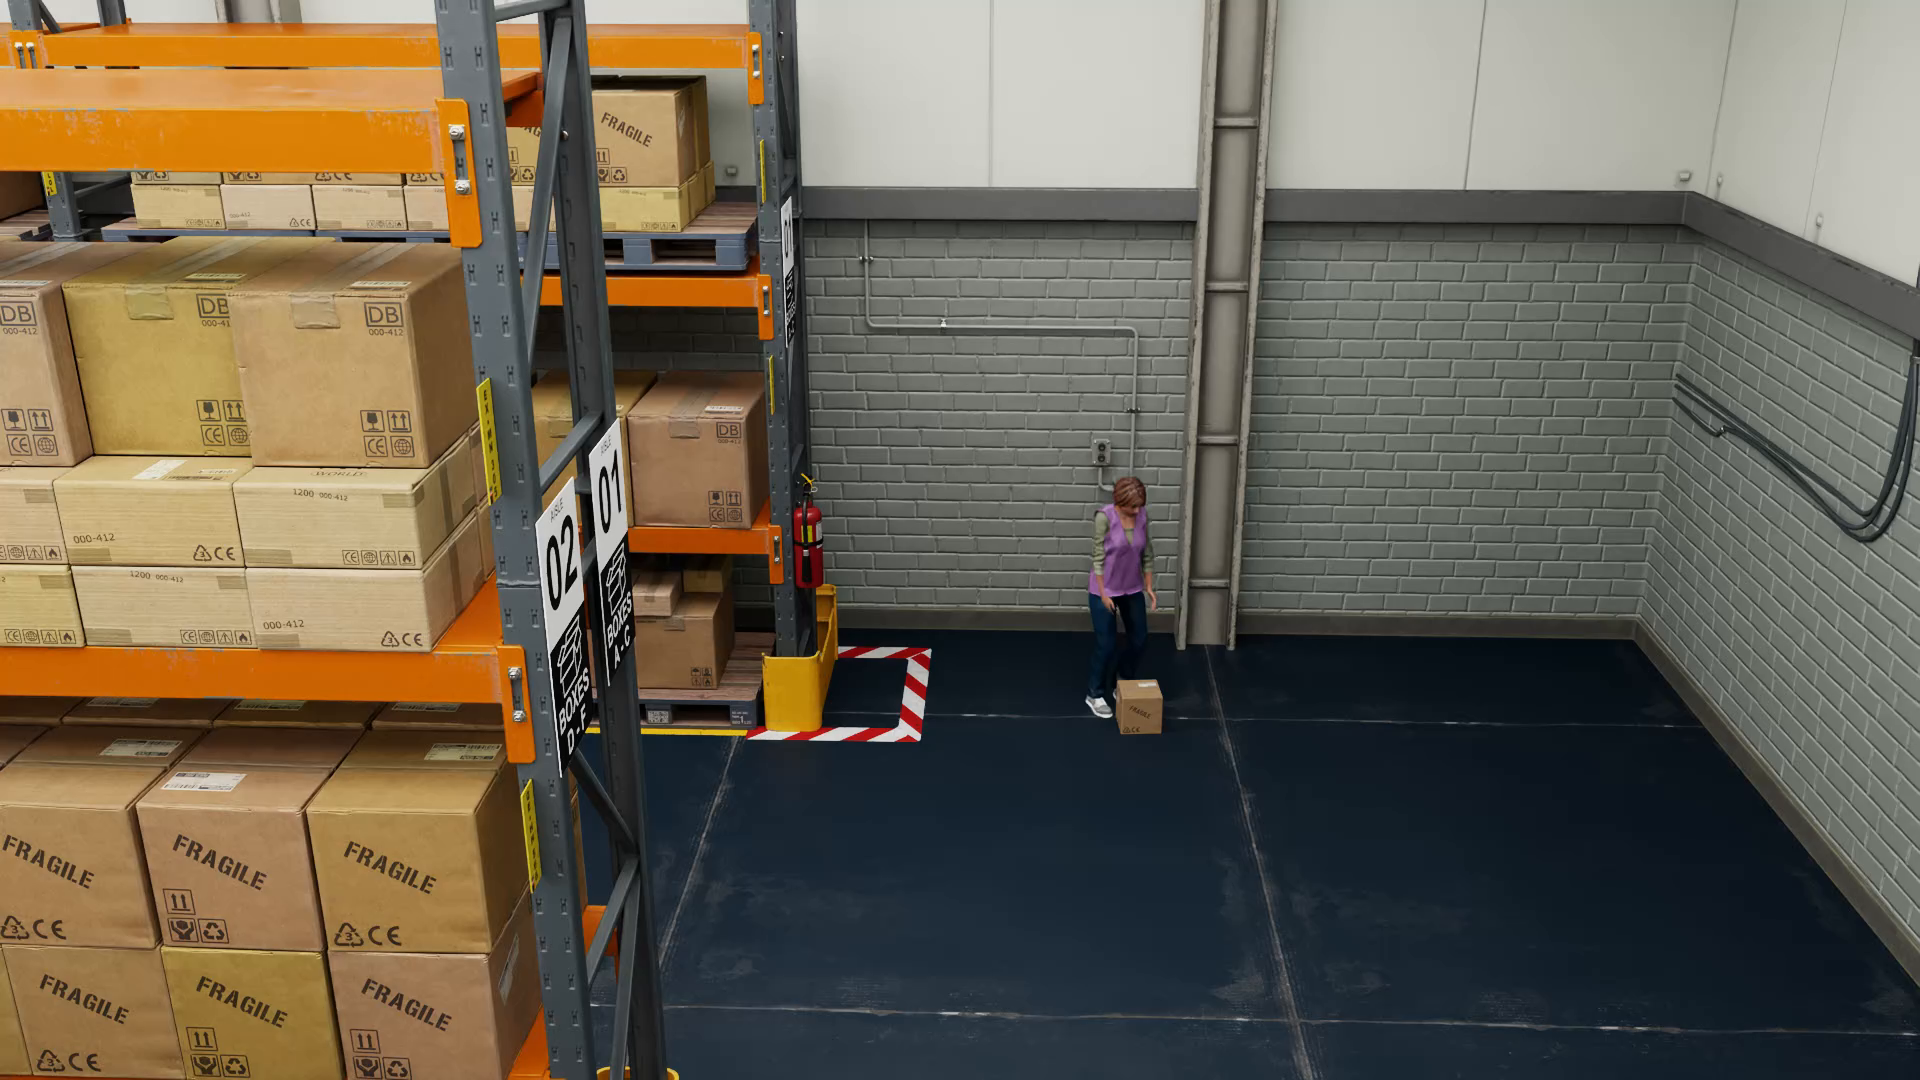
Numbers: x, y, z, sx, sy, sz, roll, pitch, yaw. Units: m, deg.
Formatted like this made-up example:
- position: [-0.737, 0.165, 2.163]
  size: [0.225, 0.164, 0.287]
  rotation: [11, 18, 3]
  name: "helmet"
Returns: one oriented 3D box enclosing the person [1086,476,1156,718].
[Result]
- position: [0.999, 0.328, 10.304]
  size: [0.423, 1.568, 0.367]
  rotation: [-10, 23, -23]
  name: "person"
